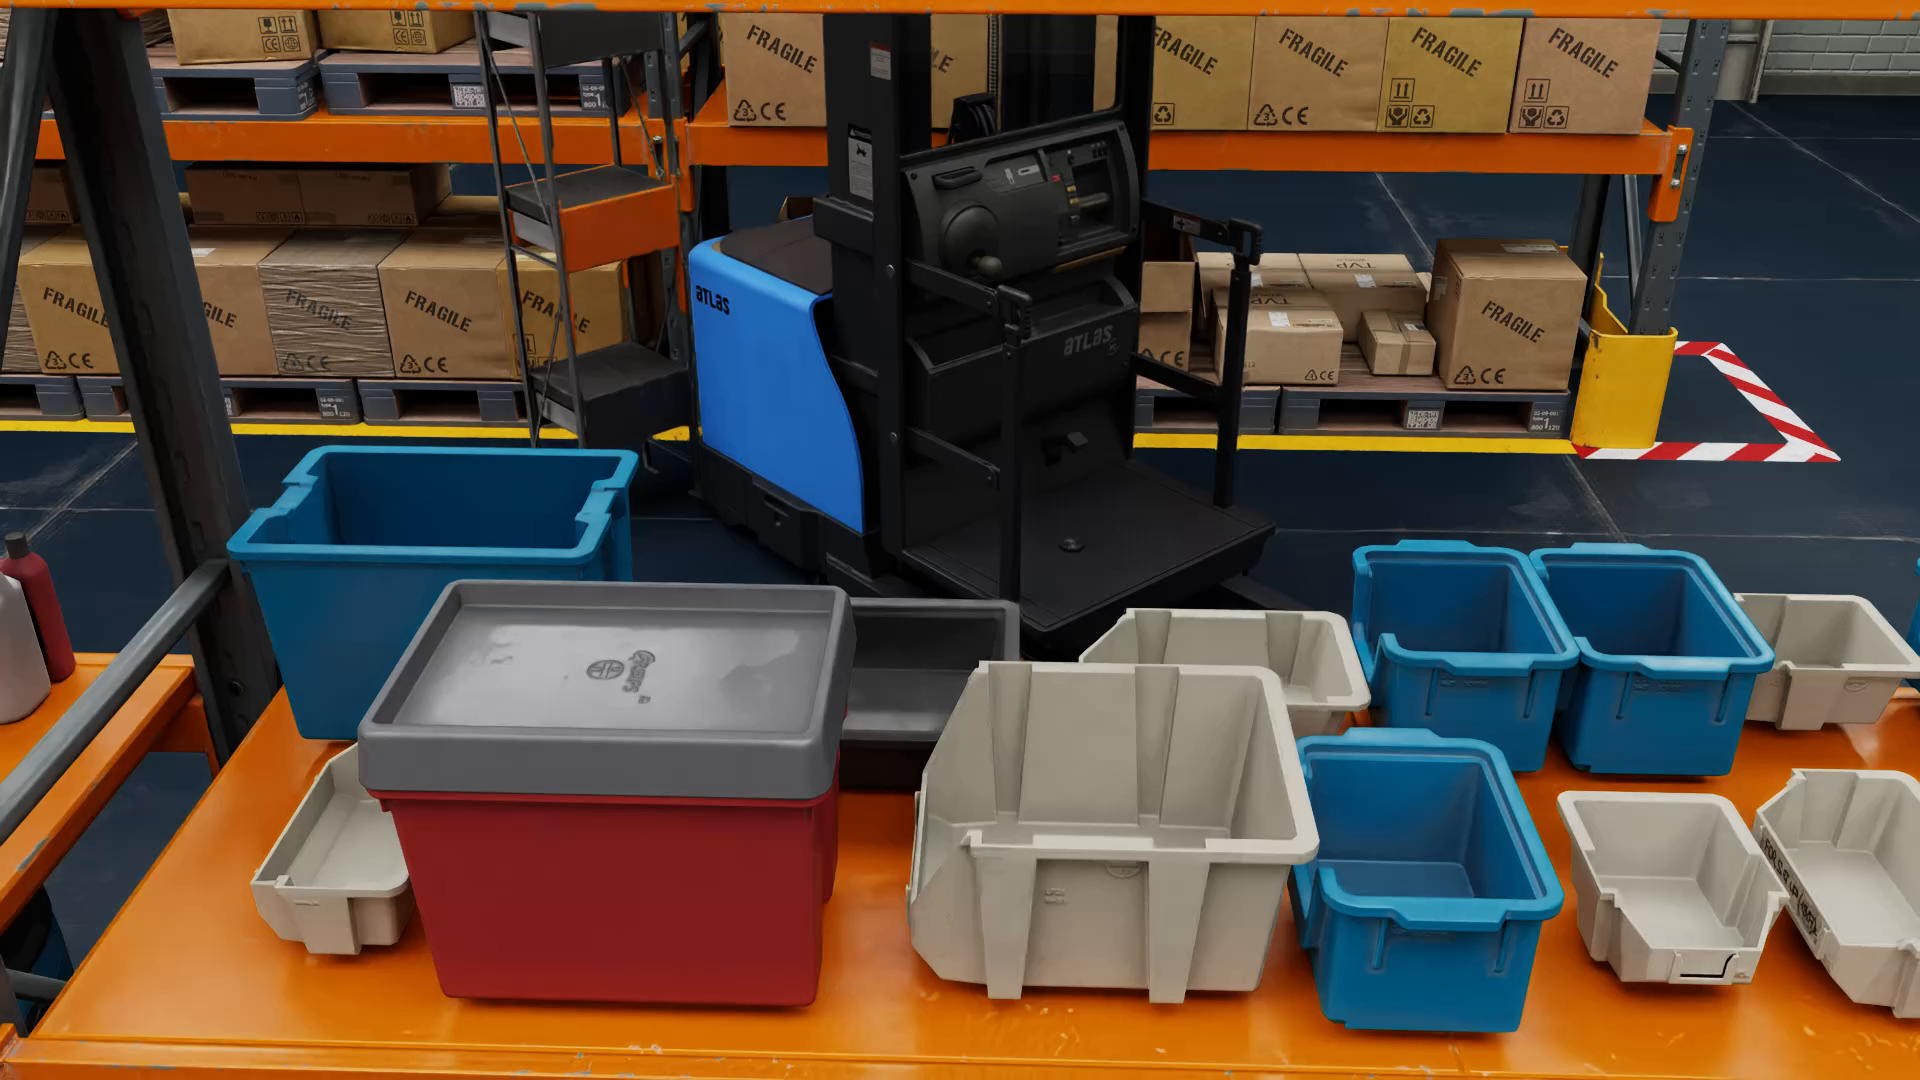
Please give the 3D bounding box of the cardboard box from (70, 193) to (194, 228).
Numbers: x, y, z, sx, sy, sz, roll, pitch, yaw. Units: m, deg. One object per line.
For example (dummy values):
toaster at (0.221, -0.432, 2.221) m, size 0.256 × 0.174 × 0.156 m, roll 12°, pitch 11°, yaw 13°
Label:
cardboard box at (-3.683, -1.289, 7.678) m, size 0.500 × 0.500 × 0.500 m, roll 0°, pitch 28°, yaw 0°

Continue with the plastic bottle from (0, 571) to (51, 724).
plastic bottle at (-1.705, 0.135, 2.845) m, size 0.185 × 0.351 × 0.144 m, roll 1°, pitch 28°, yaw 2°

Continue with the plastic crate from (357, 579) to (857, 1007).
plastic crate at (-0.441, 0.349, 2.257) m, size 0.583 × 0.464 × 0.402 m, roll 1°, pitch 28°, yaw 2°

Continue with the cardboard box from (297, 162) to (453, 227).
cardboard box at (-2.620, -1.607, 7.477) m, size 0.500 × 0.250 × 0.500 m, roll 1°, pitch 28°, yaw 2°

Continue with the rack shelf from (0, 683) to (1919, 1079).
rack shelf at (0.674, 0.622, 2.641) m, size 4.000 × 0.370 × 1.077 m, roll 1°, pitch 28°, yaw 2°

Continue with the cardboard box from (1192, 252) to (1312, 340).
cardboard box at (1.319, -1.119, 7.624) m, size 0.500 × 0.250 × 0.500 m, roll 1°, pitch 28°, yaw 2°

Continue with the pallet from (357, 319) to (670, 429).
pallet at (-1.960, -0.811, 7.554) m, size 1.213 × 0.211 × 1.003 m, roll 1°, pitch 28°, yaw 2°

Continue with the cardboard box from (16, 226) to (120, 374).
cardboard box at (-3.674, -1.045, 7.218) m, size 0.500 × 0.500 × 0.500 m, roll 1°, pitch 28°, yaw 1°

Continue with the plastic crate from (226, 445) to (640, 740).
plastic crate at (-0.846, 0.100, 2.812) m, size 0.575 × 0.384 × 0.392 m, roll 1°, pitch 28°, yaw 2°

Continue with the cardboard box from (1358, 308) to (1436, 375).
cardboard box at (1.898, -0.866, 7.236) m, size 0.250 × 0.166 × 0.380 m, roll 1°, pitch 28°, yaw 2°

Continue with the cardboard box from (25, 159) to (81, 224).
cardboard box at (-4.144, -1.630, 7.520) m, size 0.500 × 0.250 × 0.500 m, roll 2°, pitch 28°, yaw 4°

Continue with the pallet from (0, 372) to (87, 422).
pallet at (-4.399, -0.851, 7.630) m, size 1.213 × 0.211 × 1.003 m, roll 1°, pitch 28°, yaw 2°

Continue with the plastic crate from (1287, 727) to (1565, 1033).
plastic crate at (0.612, 0.471, 2.273) m, size 0.300 × 0.233 × 0.416 m, roll 1°, pitch 28°, yaw 2°

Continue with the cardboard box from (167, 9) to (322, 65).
cardboard box at (-2.914, -2.277, 6.788) m, size 0.500 × 0.500 × 0.700 m, roll -6°, pitch 29°, yaw -11°

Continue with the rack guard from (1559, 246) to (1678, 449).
rack guard at (2.776, -0.878, 7.372) m, size 0.348 × 0.500 × 1.175 m, roll 1°, pitch 28°, yaw 2°

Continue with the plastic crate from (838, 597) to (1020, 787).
plastic crate at (-0.196, 0.259, 2.788) m, size 0.590 × 0.125 × 0.437 m, roll 1°, pitch 28°, yaw 2°

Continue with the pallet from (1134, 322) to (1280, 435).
pallet at (0.763, -0.784, 7.504) m, size 1.213 × 0.211 × 1.003 m, roll 1°, pitch 28°, yaw 2°

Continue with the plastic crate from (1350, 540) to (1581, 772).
plastic crate at (0.822, 0.200, 2.785) m, size 0.300 × 0.233 × 0.416 m, roll 1°, pitch 28°, yaw 2°

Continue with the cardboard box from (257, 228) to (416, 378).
cardboard box at (-2.644, -1.032, 7.192) m, size 0.500 × 0.500 × 0.500 m, roll 1°, pitch 28°, yaw 2°

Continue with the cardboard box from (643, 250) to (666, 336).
cardboard box at (-1.621, -1.259, 7.622) m, size 0.500 × 0.500 × 0.500 m, roll 0°, pitch 28°, yaw -1°

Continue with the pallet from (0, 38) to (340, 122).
pallet at (-3.200, -1.998, 7.022) m, size 1.213 × 0.211 × 1.003 m, roll 1°, pitch 28°, yaw 2°

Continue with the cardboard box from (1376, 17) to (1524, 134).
cardboard box at (1.876, -1.912, 6.547) m, size 0.500 × 0.500 × 0.500 m, roll 1°, pitch 28°, yaw 2°

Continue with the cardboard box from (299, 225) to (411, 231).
cardboard box at (-2.653, -1.274, 7.651) m, size 0.500 × 0.500 × 0.500 m, roll 1°, pitch 28°, yaw 2°

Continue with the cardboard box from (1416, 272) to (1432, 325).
cardboard box at (2.195, -1.095, 7.669) m, size 0.250 × 0.166 × 0.380 m, roll 1°, pitch 28°, yaw 2°

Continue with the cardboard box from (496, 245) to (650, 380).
cardboard box at (-1.649, -1.011, 7.154) m, size 0.500 × 0.500 × 0.500 m, roll 1°, pitch 28°, yaw 2°

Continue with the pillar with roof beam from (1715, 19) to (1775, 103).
pillar with roof beam at (5.600, -5.295, 6.632) m, size 0.400 × 9.000 × 9.100 m, roll 1°, pitch 28°, yaw 2°

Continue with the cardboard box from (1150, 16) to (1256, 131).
cardboard box at (0.874, -1.931, 6.584) m, size 0.500 × 0.500 × 0.500 m, roll 1°, pitch 28°, yaw 1°

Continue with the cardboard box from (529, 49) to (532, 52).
cardboard box at (-1.612, -2.389, 6.999) m, size 0.500 × 0.500 × 0.700 m, roll -8°, pitch 29°, yaw -15°

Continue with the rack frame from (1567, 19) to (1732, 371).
rack frame at (2.852, -1.981, 6.784) m, size 0.127 × 3.000 × 1.000 m, roll 1°, pitch 28°, yaw 2°

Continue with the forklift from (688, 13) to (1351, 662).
forklift at (0.352, -1.037, 5.077) m, size 1.130 × 2.935 × 3.031 m, roll -22°, pitch 35°, yaw -35°

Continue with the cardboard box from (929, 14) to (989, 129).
cardboard box at (-0.134, -1.948, 6.616) m, size 0.500 × 0.500 × 0.500 m, roll 1°, pitch 28°, yaw 3°

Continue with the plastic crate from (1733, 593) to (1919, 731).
plastic crate at (1.442, 0.214, 2.861) m, size 0.298 × 0.136 × 0.250 m, roll 1°, pitch 28°, yaw 2°

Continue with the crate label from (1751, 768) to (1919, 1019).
crate label at (1.283, 0.494, 2.333) m, size 0.243 × 0.136 × 0.396 m, roll 1°, pitch 28°, yaw 2°

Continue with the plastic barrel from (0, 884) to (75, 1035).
plastic barrel at (-1.868, 0.996, 2.960) m, size 0.708 × 0.901 × 0.600 m, roll 1°, pitch 28°, yaw 2°

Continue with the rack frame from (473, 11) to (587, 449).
rack frame at (-1.508, -1.000, 5.894) m, size 0.015 × 2.100 × 0.400 m, roll -24°, pitch 36°, yaw -37°

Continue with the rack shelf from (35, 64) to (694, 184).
rack shelf at (-3.145, -1.762, 7.140) m, size 4.000 × 0.370 × 1.077 m, roll 1°, pitch 28°, yaw 2°

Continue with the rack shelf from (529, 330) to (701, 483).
rack shelf at (-1.329, -0.448, 6.376) m, size 0.480 × 0.518 × 0.431 m, roll -24°, pitch 36°, yaw -37°

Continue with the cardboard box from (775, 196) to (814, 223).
cardboard box at (-0.567, -1.260, 7.624) m, size 0.500 × 0.500 × 0.500 m, roll 1°, pitch 28°, yaw 2°

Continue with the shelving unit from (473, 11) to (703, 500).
shelving unit at (-1.330, -1.079, 6.042) m, size 0.503 × 2.100 × 0.431 m, roll -24°, pitch 36°, yaw -37°
